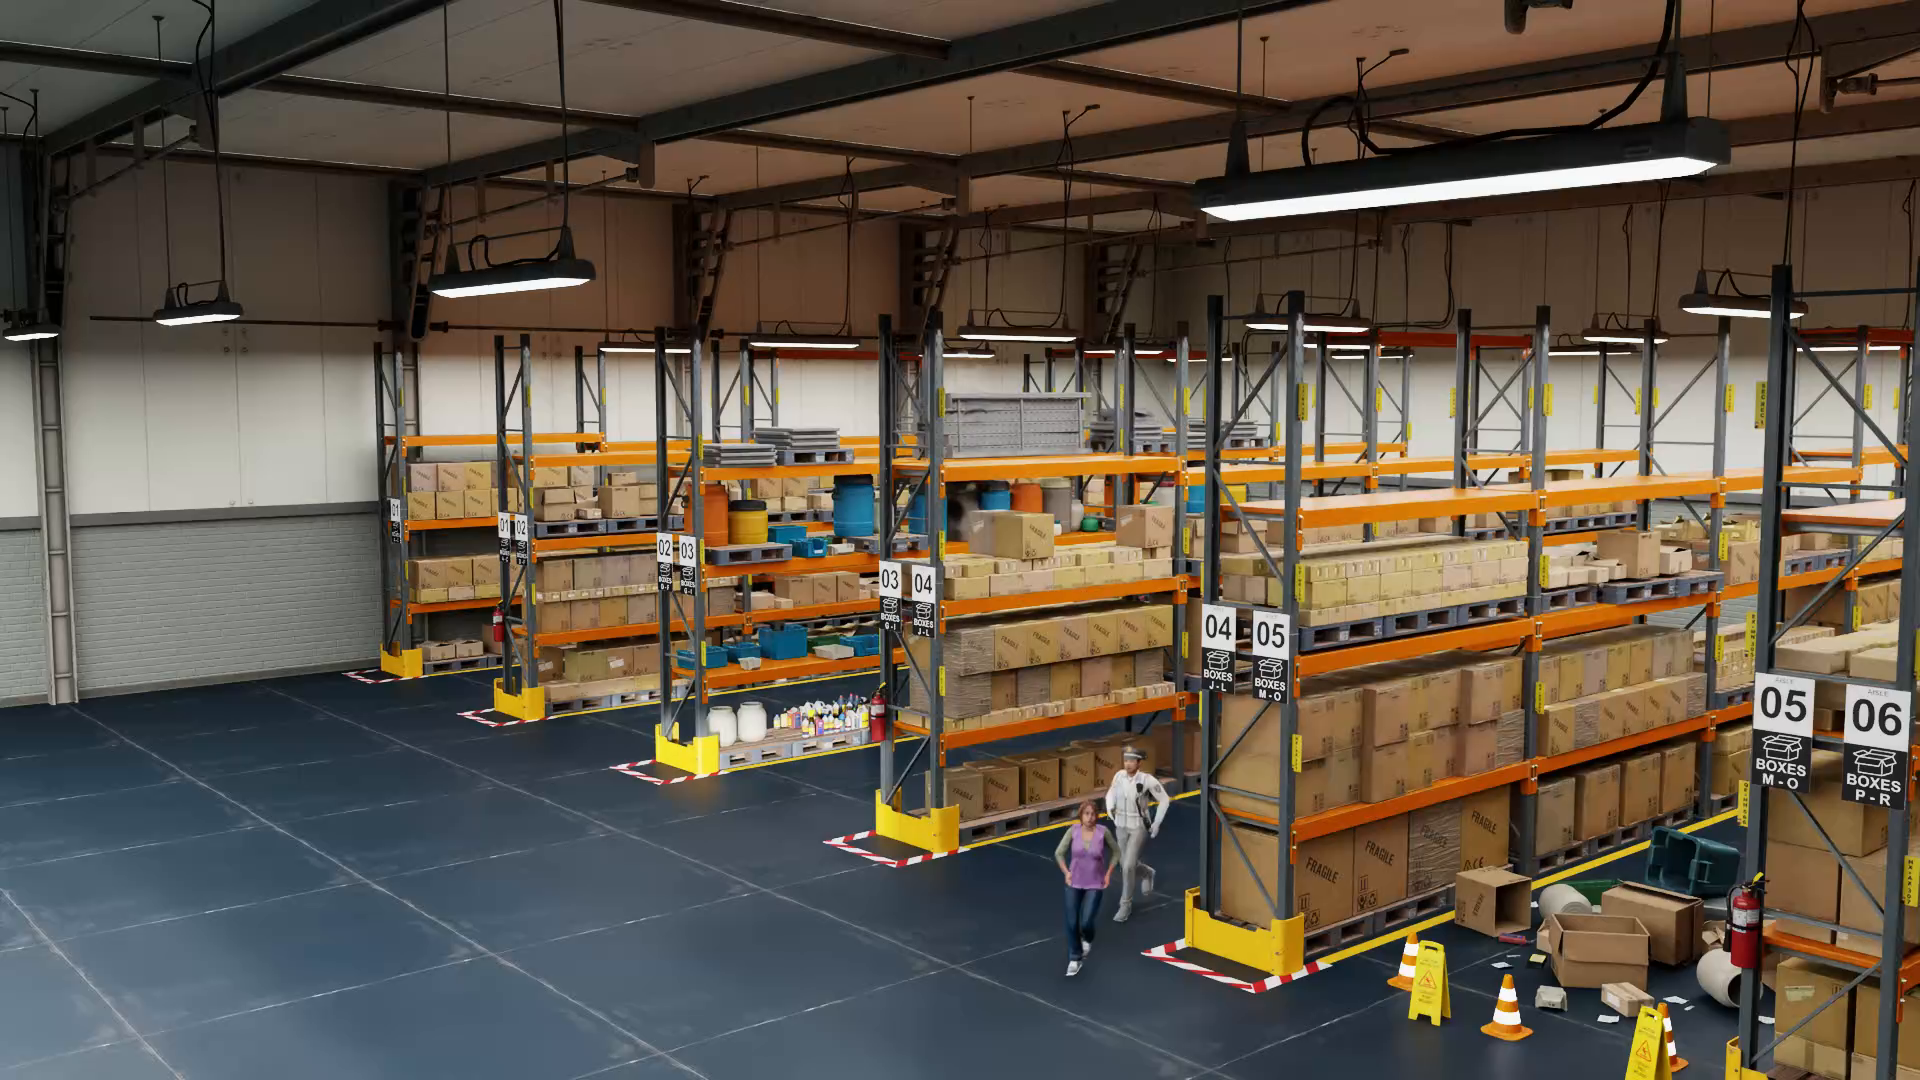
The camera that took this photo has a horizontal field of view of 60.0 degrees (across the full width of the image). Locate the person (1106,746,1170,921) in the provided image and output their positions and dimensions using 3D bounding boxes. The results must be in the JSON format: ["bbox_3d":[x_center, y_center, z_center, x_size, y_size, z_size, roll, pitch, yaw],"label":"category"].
[{"bbox_3d":[1.727,2.851,16.441,0.657,1.697,0.797,4,7,37],"label":"person"}]

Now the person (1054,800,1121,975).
[{"bbox_3d":[1.112,3.080,14.674,0.581,1.549,0.537,1,5,13],"label":"person"}]

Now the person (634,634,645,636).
[{"bbox_3d":[-5.775,1.651,29.567,0.572,1.721,0.697,5,7,44],"label":"person"}]
